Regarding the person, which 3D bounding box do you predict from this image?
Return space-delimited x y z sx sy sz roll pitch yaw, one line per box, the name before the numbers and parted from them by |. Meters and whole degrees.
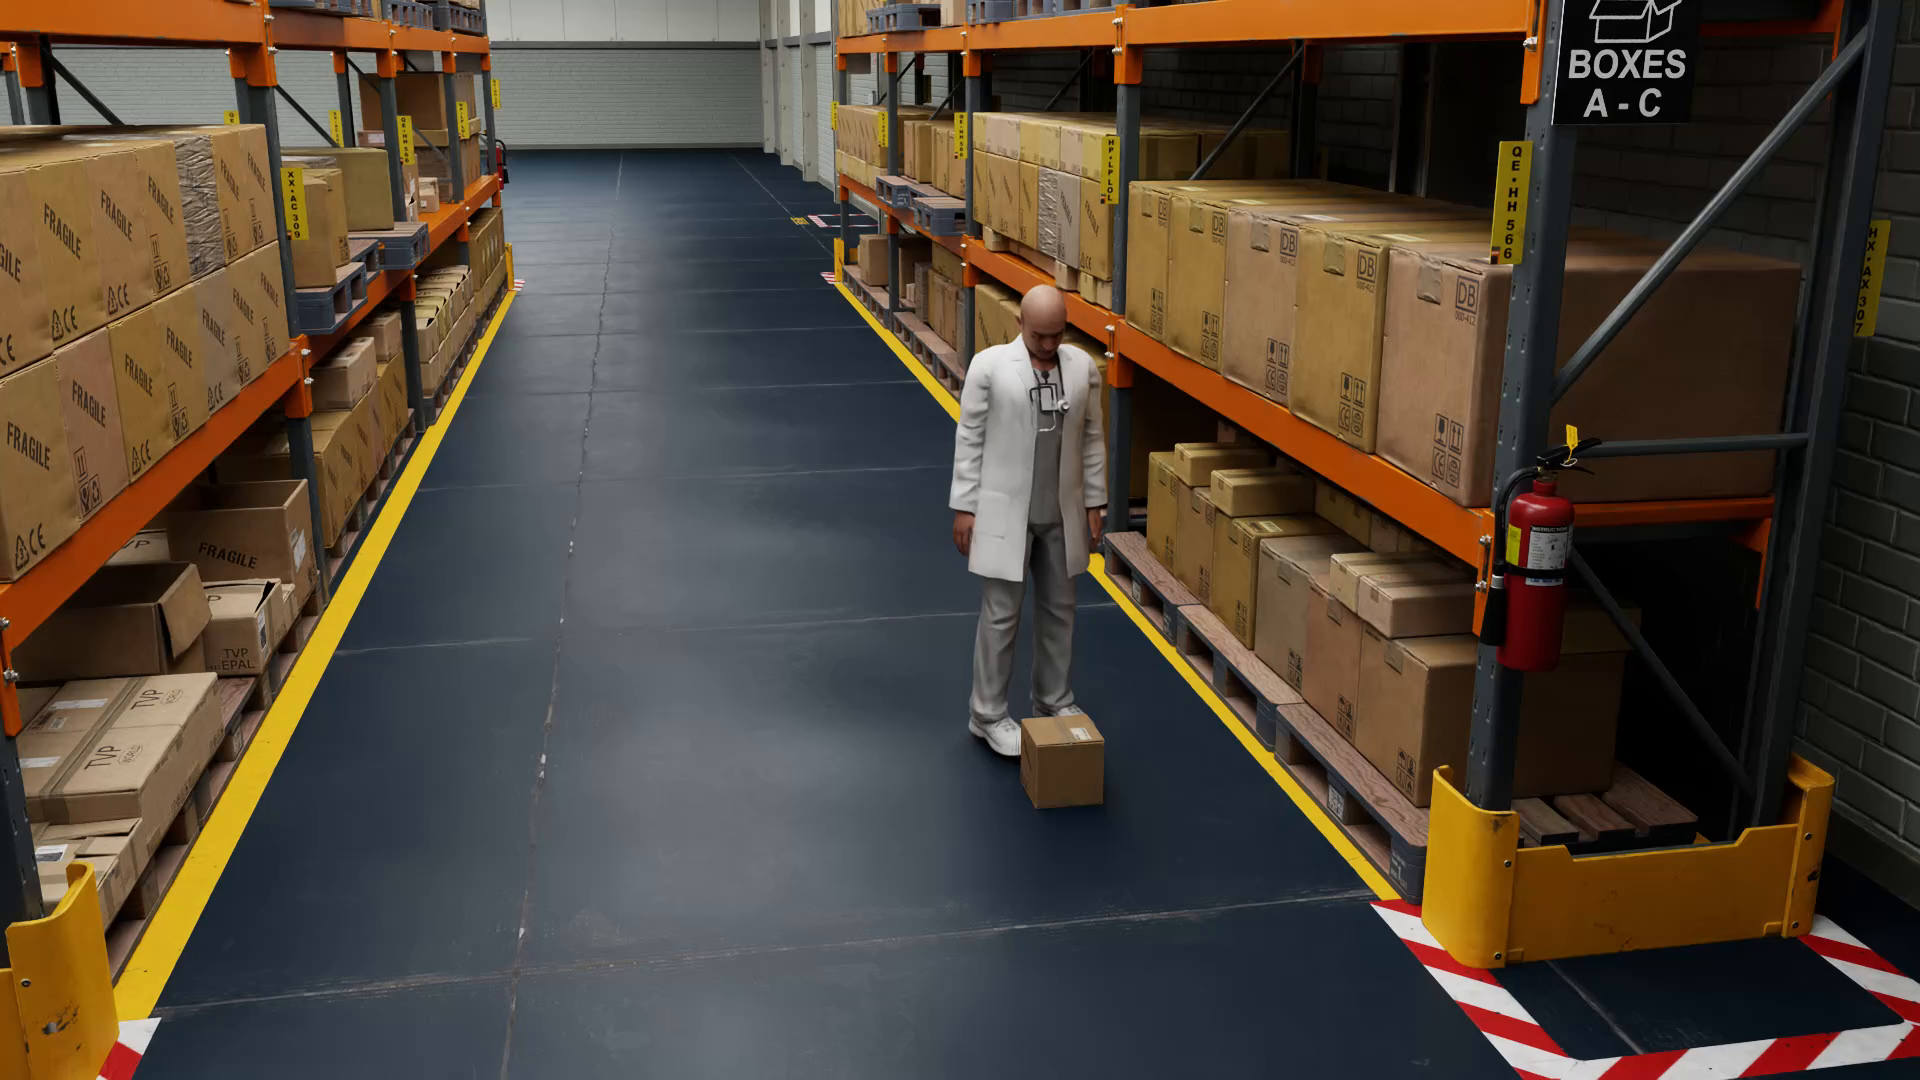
person | 0.295 -0.082 6.277 0.623 1.767 0.430 -6 17 -20
